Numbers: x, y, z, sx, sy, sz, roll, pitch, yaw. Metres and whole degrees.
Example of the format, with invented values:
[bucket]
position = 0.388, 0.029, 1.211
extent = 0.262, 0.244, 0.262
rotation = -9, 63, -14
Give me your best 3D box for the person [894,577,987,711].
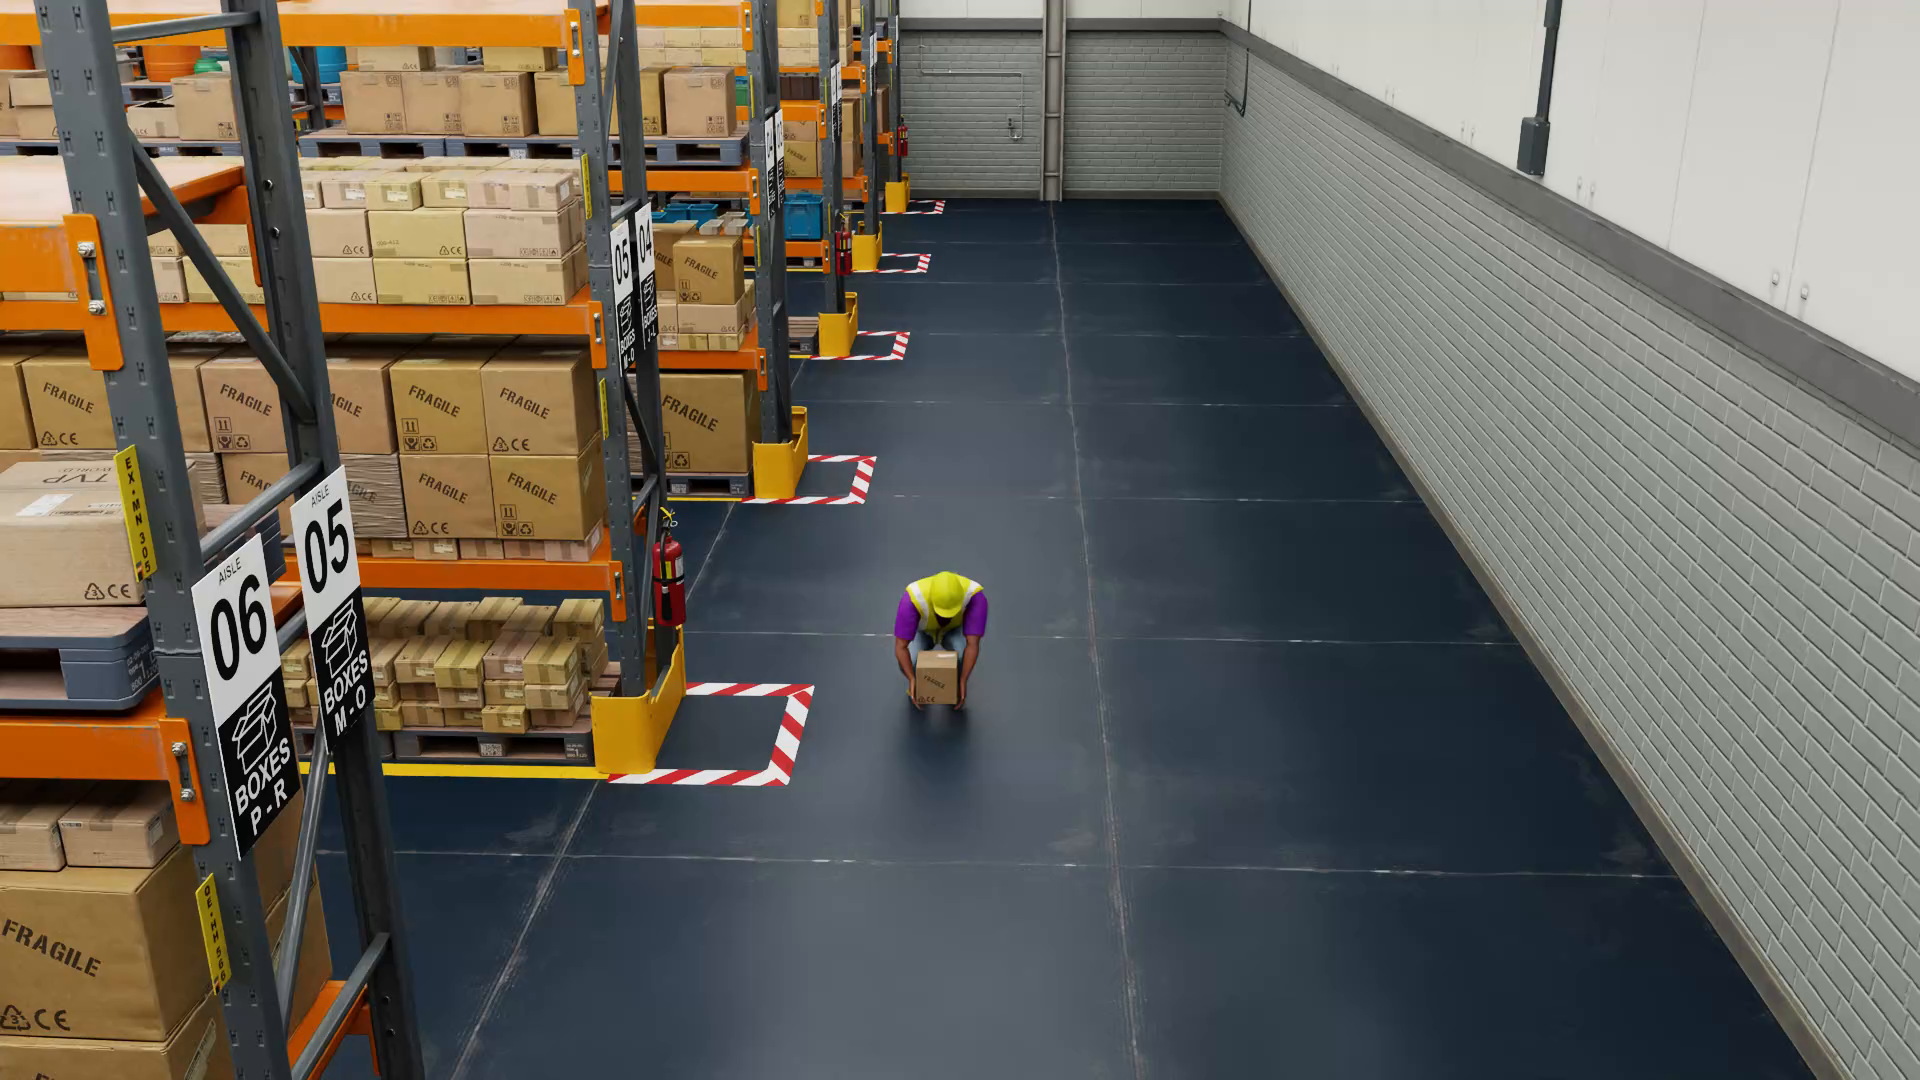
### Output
[person]
position = -0.119, 0.596, 10.610
extent = 0.585, 0.967, 0.874
rotation = 1, 21, 2
